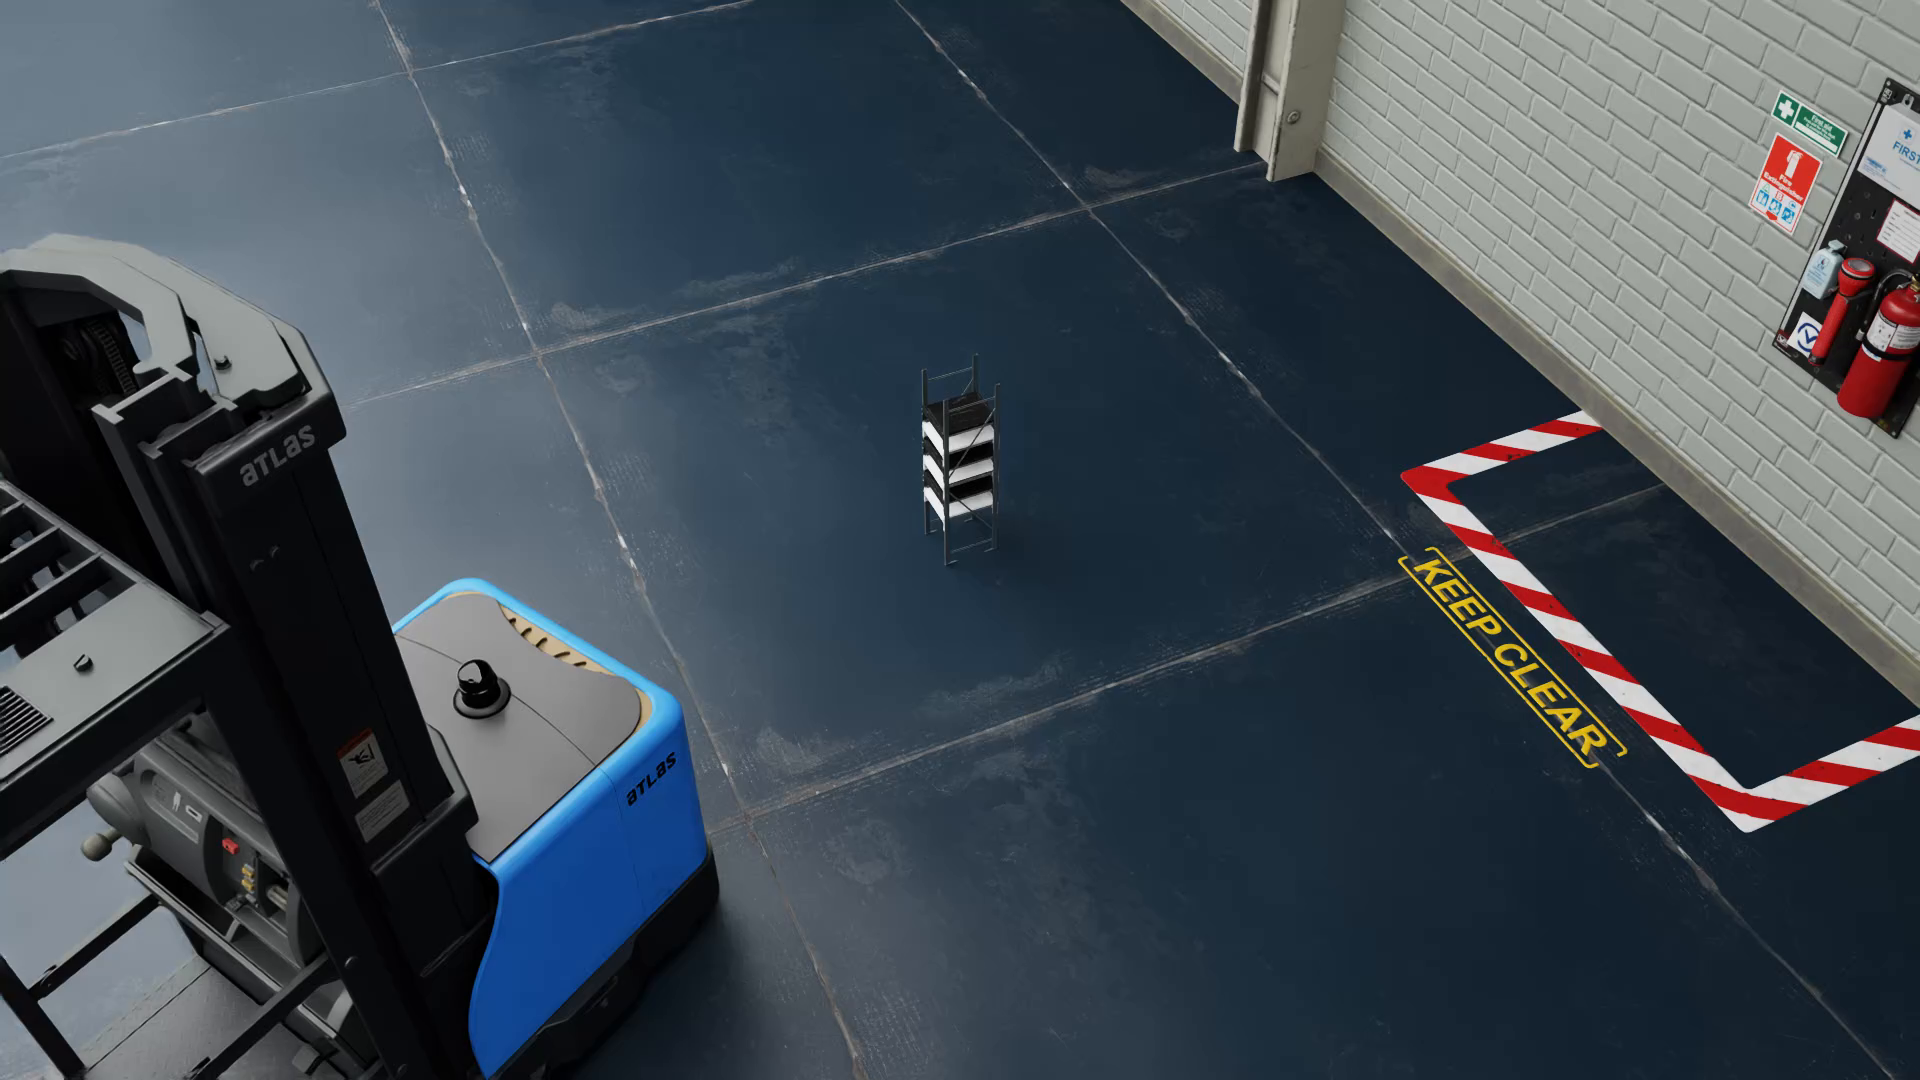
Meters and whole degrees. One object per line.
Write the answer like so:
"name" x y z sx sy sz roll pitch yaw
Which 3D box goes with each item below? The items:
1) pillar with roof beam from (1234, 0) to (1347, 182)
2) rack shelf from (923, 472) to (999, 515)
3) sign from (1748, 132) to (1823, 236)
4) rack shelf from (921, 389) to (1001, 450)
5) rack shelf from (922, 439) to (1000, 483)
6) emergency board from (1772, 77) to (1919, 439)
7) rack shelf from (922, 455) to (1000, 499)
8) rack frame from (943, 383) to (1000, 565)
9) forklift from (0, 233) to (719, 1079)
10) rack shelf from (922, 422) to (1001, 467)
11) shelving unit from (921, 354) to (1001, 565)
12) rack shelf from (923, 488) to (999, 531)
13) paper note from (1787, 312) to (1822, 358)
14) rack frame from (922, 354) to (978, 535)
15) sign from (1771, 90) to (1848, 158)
"pillar with roof beam" -2.147 -4.061 4.828 9.100 9.000 0.400 -18 47 -17
"rack shelf" 0.003 -0.227 6.884 0.258 0.077 0.200 -18 47 -17
"sign" 3.139 -1.355 6.331 0.001 0.329 0.234 -18 47 -17
"rack shelf" 0.003 -0.484 6.631 0.258 0.077 0.200 -18 47 -17
"rack shelf" 0.003 -0.355 6.758 0.258 0.077 0.200 -18 47 -17
"emergency board" 3.278 -0.960 5.956 0.194 1.169 0.643 -18 47 -17
"rack shelf" 0.003 -0.291 6.821 0.258 0.077 0.200 -18 47 -17
"rack frame" 0.046 -0.250 6.732 0.240 0.900 0.006 -18 47 -17
"forklift" -2.108 0.857 4.163 1.130 2.935 3.031 27 51 25
"rack shelf" 0.003 -0.420 6.695 0.258 0.077 0.200 -18 47 -17
"shelving unit" 0.003 -0.315 6.798 0.258 0.900 0.210 -18 47 -17
"rack shelf" 0.003 -0.163 6.947 0.258 0.077 0.200 -18 47 -17
"paper note" 3.266 -0.779 6.400 0.016 0.148 0.142 -18 47 -17
"rack frame" -0.039 -0.380 6.863 0.240 0.900 0.006 -18 47 -17
"sign" 3.132 -1.538 6.139 0.001 0.109 0.331 -18 47 -17
